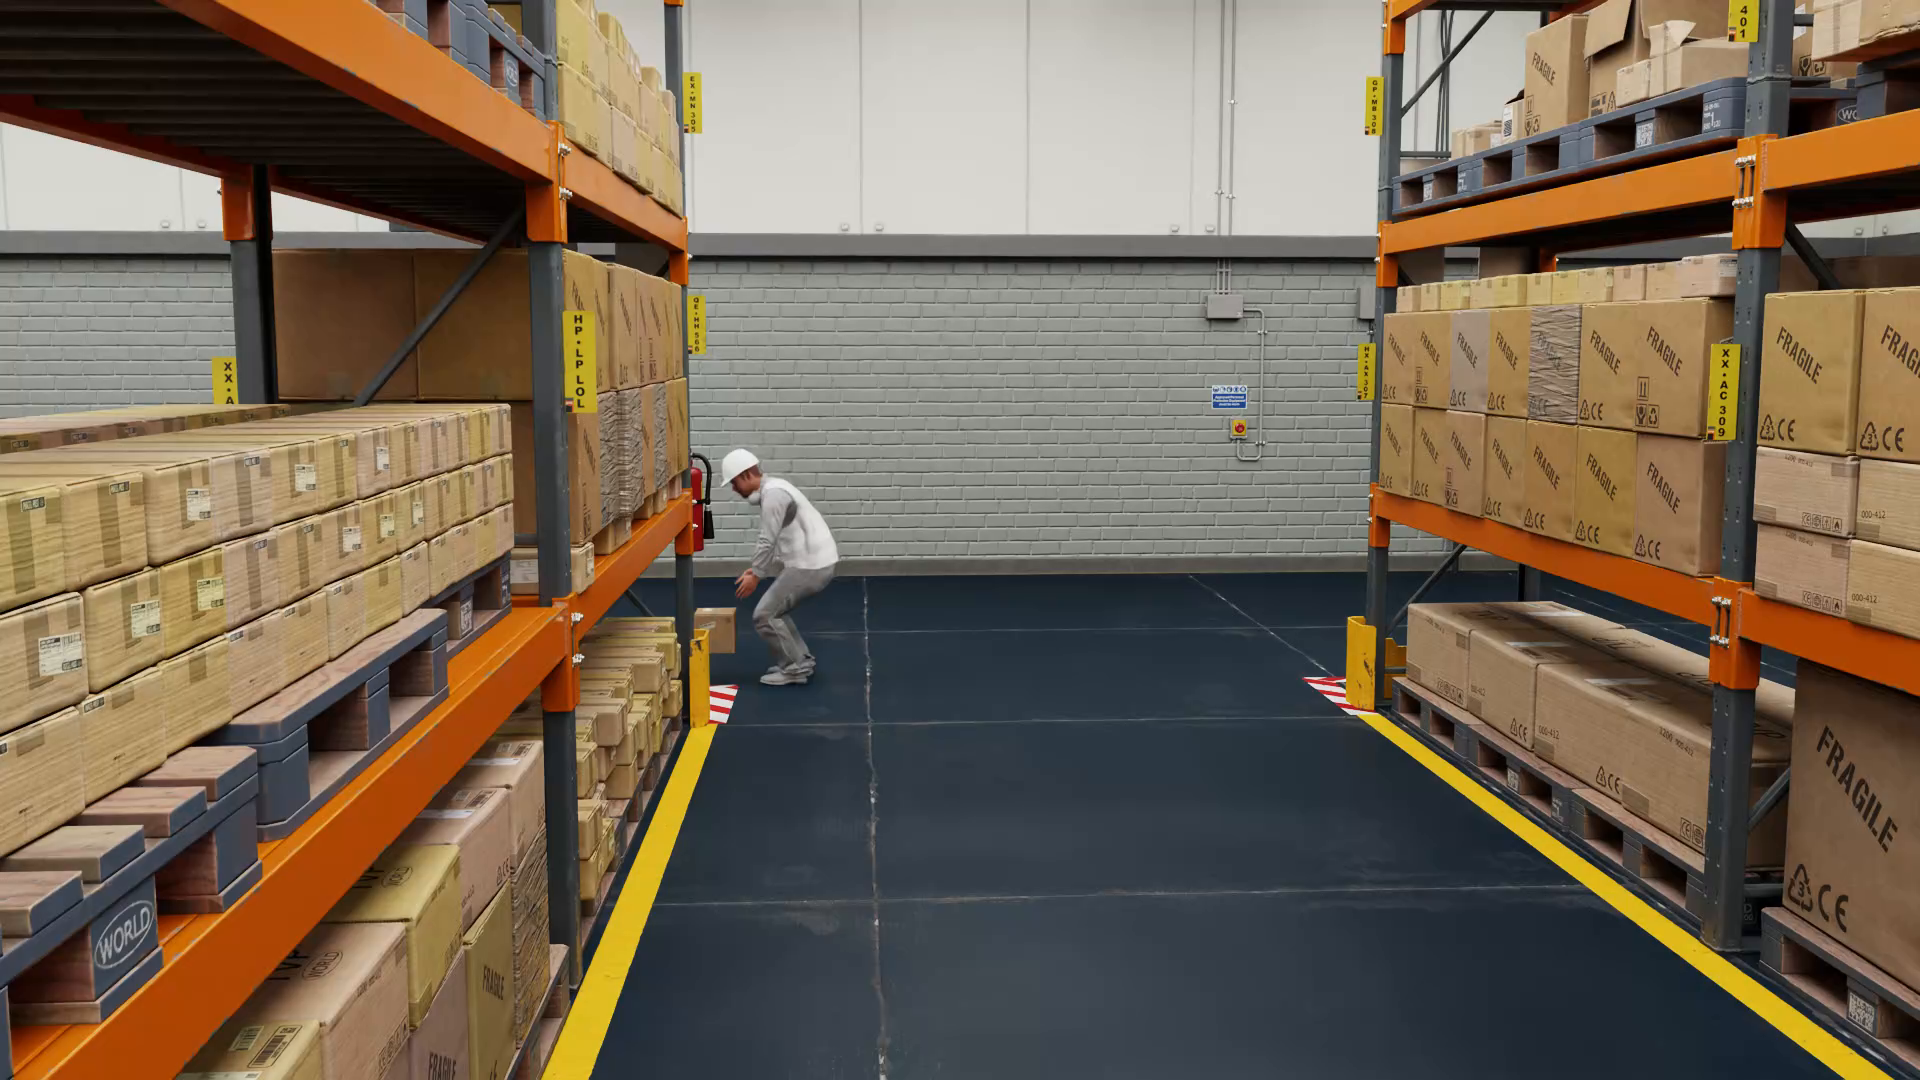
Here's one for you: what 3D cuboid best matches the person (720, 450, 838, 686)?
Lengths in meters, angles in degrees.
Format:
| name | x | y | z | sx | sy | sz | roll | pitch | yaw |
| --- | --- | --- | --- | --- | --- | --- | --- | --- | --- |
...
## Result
| name | x | y | z | sx | sy | sz | roll | pitch | yaw |
| --- | --- | --- | --- | --- | --- | --- | --- | --- | --- |
| person | -1.136 | 0.166 | 10.504 | 0.733 | 1.479 | 0.591 | 0 | 7 | -3 |
